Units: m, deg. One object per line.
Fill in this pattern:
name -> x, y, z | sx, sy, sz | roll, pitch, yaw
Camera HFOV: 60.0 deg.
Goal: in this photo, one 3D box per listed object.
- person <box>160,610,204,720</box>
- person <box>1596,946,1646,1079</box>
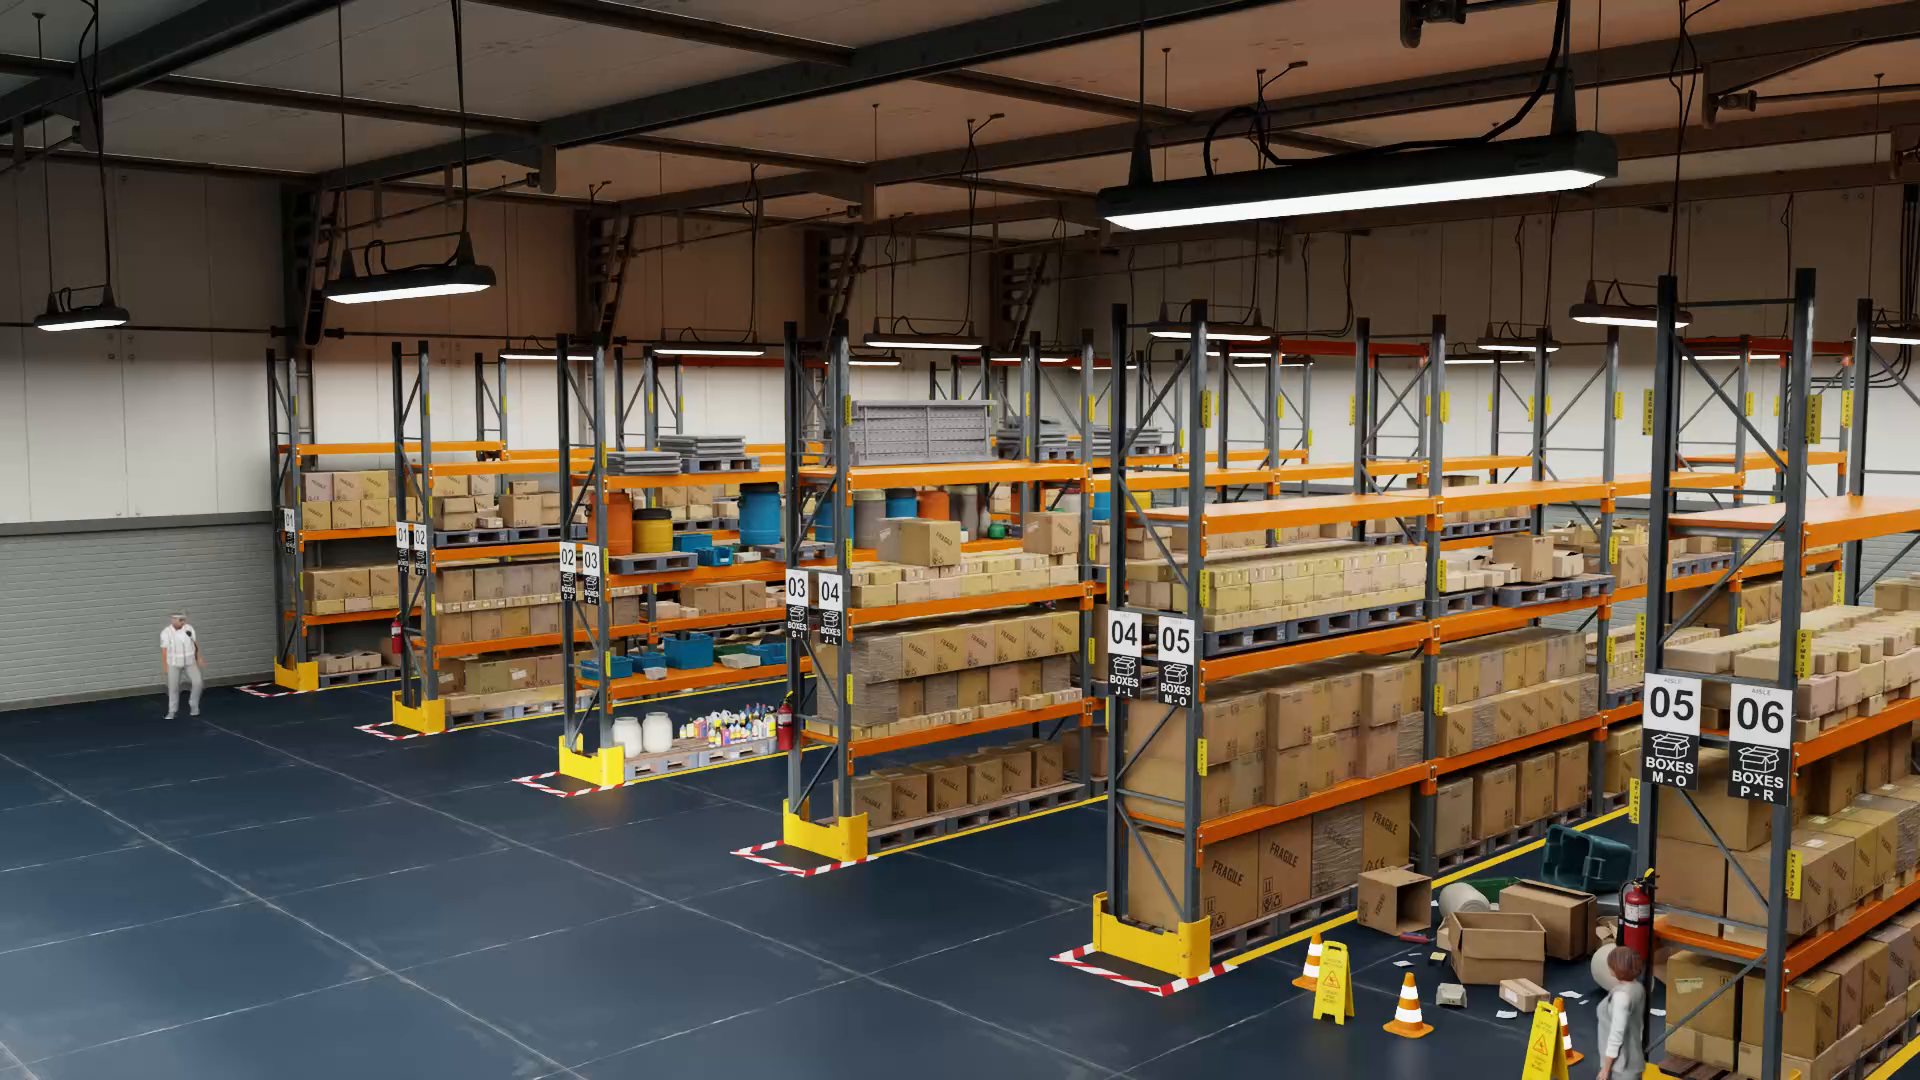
person -> -12.464, 1.990, 26.657 | 0.642, 1.733, 0.410 | -4, 7, -41
person -> 4.362, 3.434, 10.844 | 0.765, 1.586, 0.386 | 2, 5, 19
